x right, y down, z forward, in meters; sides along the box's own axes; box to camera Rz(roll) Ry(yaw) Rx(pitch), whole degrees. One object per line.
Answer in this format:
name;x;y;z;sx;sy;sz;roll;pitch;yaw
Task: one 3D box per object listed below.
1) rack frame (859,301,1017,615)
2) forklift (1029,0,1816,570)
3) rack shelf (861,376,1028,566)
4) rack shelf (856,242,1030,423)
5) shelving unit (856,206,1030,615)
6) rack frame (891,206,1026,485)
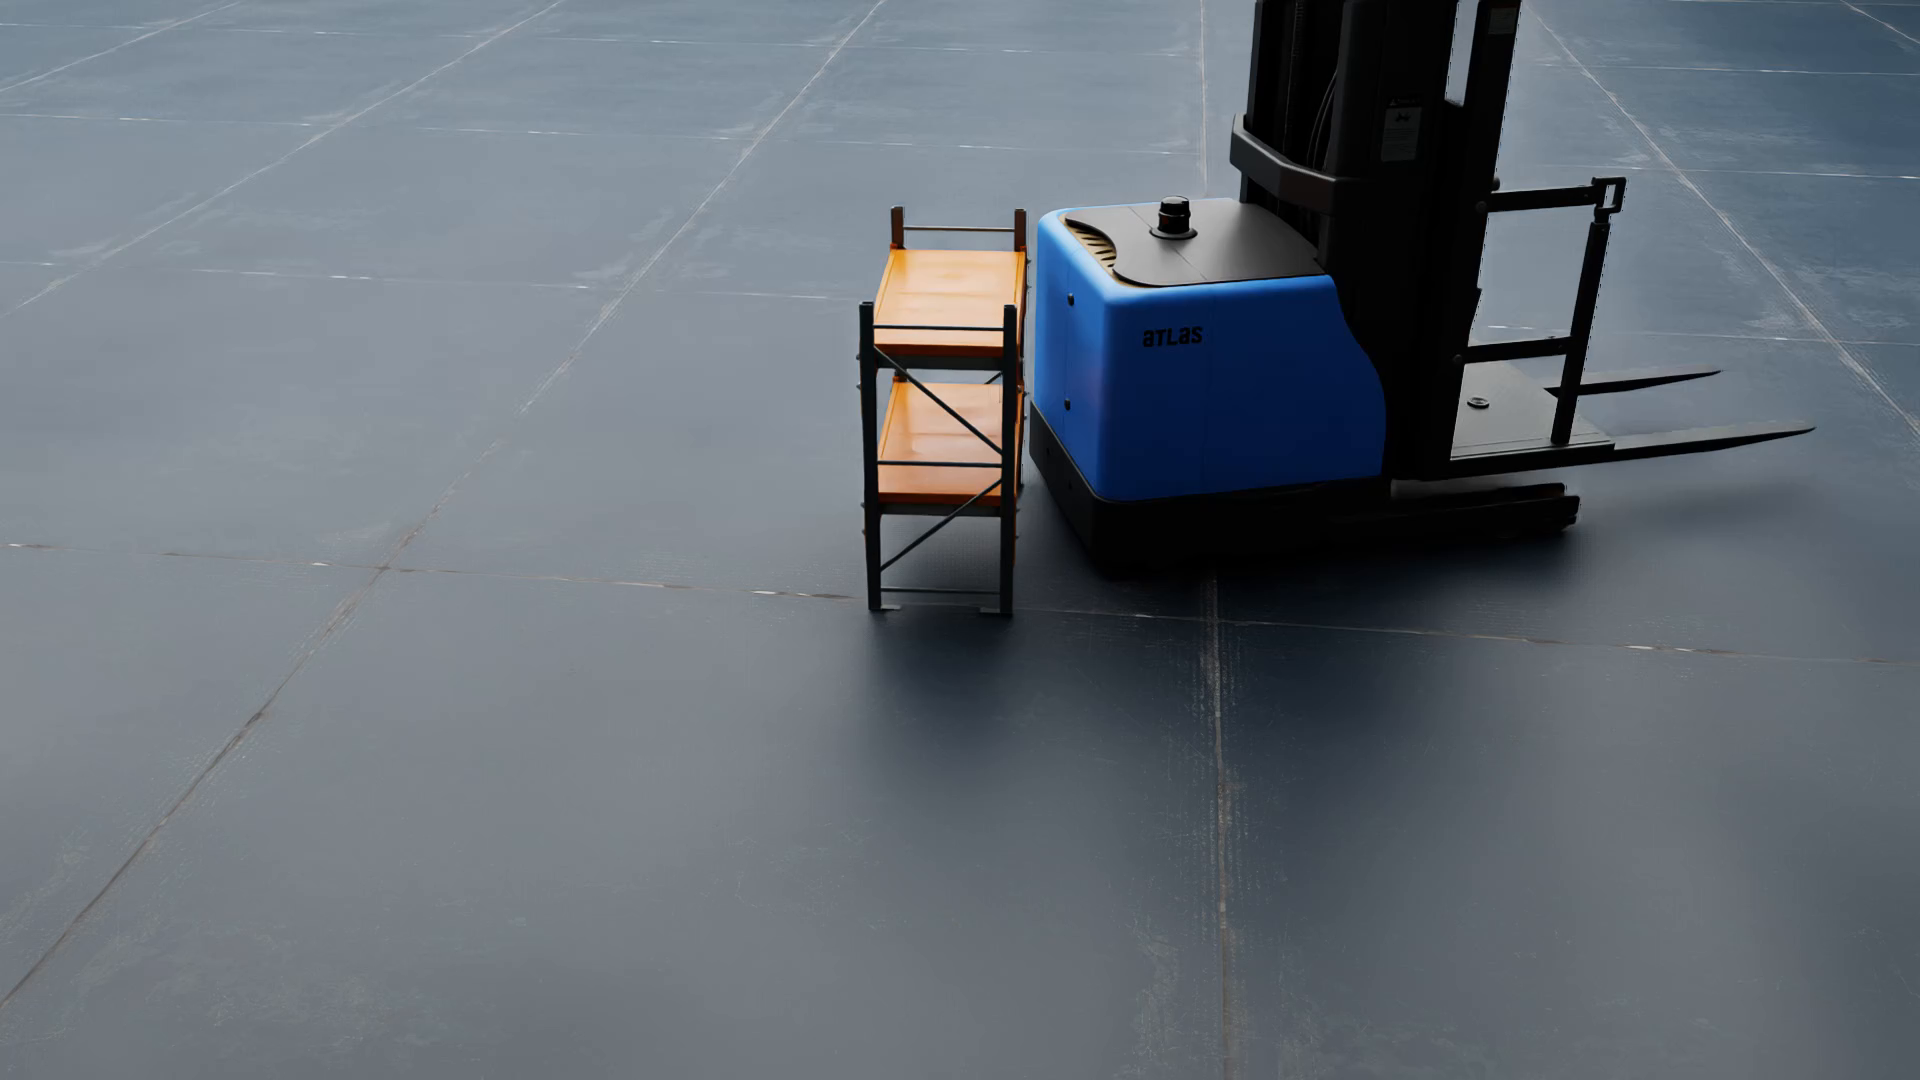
rack frame;-0.069;-0.250;5.527;0.500;1.125;0.032;2;28;3
forklift;1.853;-1.534;6.008;3.031;2.935;1.130;-6;29;-11
rack shelf;-0.037;-0.275;6.090;0.538;0.278;1.000;2;28;3
rack shelf;-0.037;-0.748;5.835;0.538;0.278;1.000;2;28;3
shelving unit;-0.037;-0.490;5.974;0.538;1.125;1.048;2;28;3
rack frame;-0.005;-0.731;6.421;0.500;1.125;0.032;2;28;3
